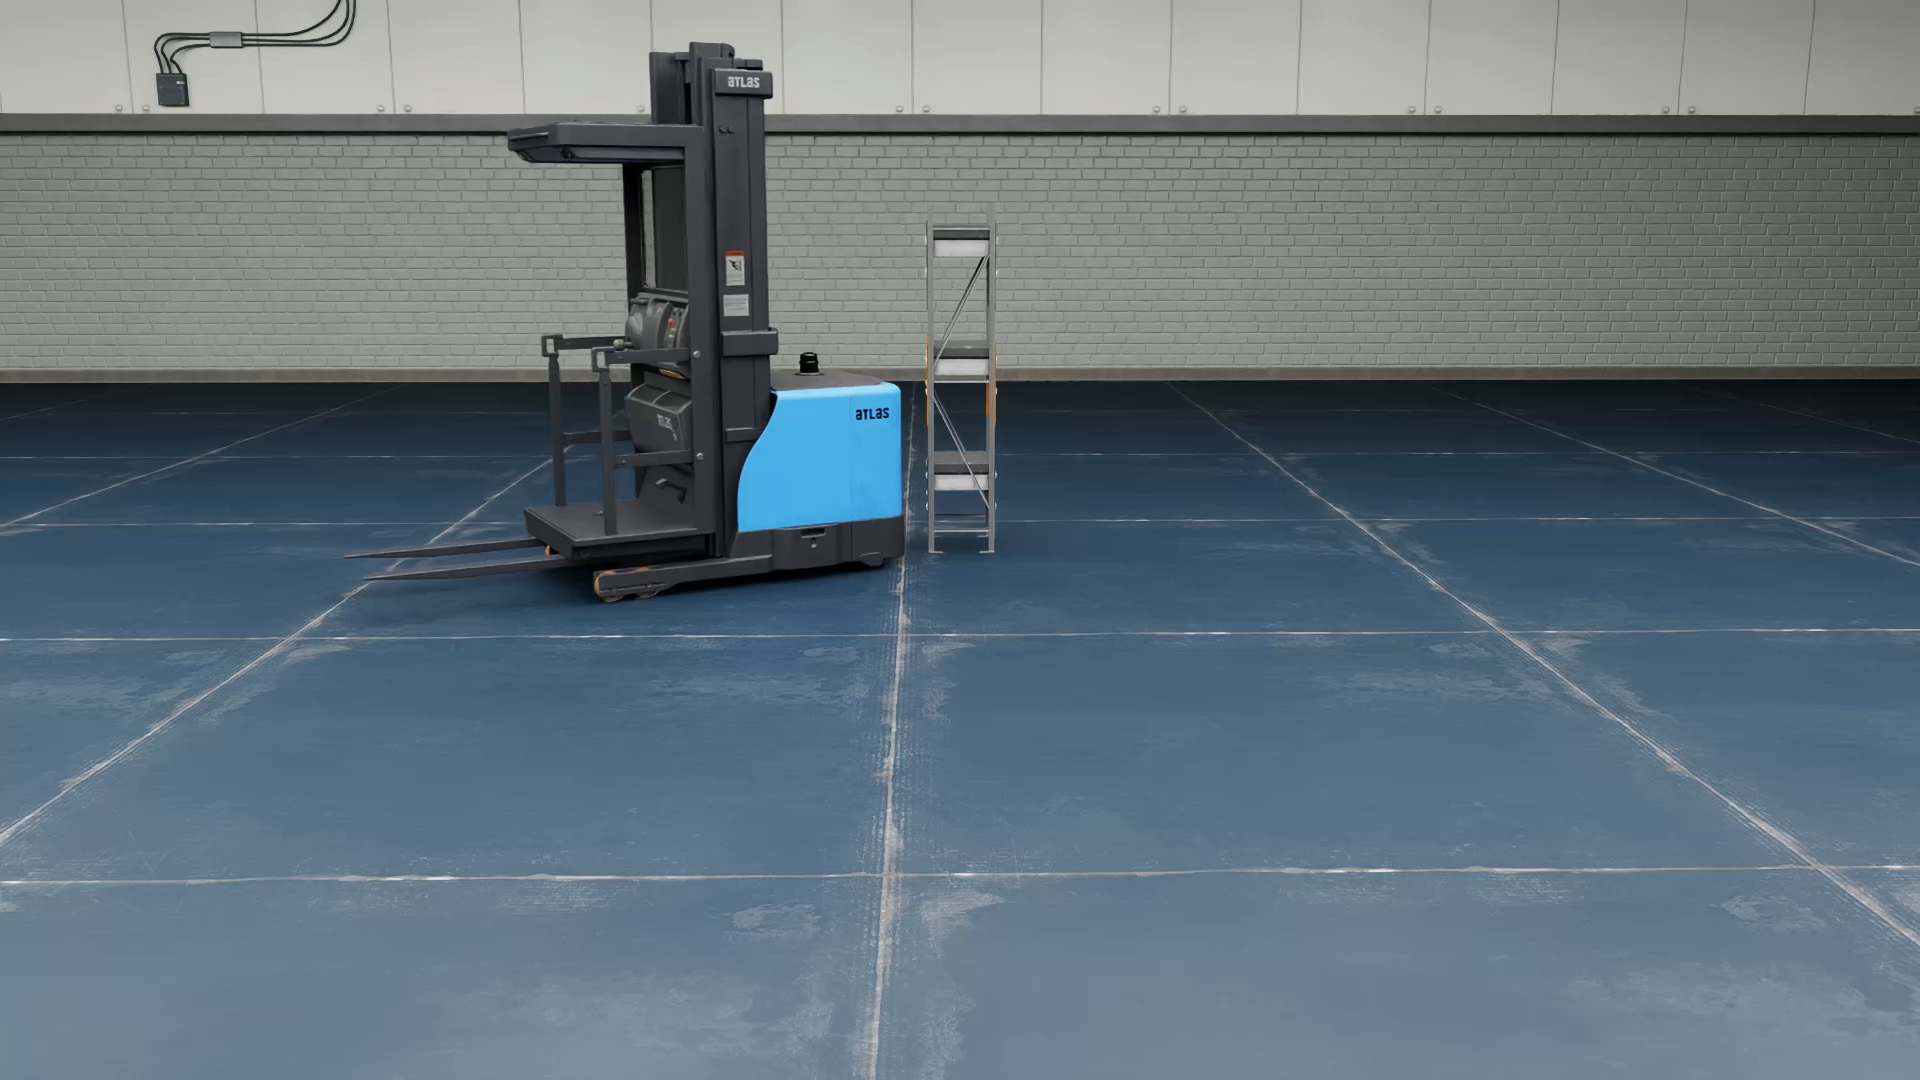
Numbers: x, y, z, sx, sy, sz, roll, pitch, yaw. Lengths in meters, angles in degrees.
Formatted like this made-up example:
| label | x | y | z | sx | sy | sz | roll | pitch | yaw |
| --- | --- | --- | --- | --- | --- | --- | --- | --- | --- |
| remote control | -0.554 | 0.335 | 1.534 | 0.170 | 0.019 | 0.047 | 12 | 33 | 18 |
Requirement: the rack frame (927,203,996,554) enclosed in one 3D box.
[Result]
| label | x | y | z | sx | sy | sz | roll | pitch | yaw |
| --- | --- | --- | --- | --- | --- | --- | --- | --- | --- |
| rack frame | 0.008 | -0.948 | 9.949 | 0.400 | 2.100 | 0.015 | 0 | 11 | -1 |

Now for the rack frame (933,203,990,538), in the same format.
| label | x | y | z | sx | sy | sz | roll | pitch | yaw |
| --- | --- | --- | --- | --- | --- | --- | --- | --- | --- |
| rack frame | -0.002 | -1.045 | 10.427 | 0.400 | 2.100 | 0.015 | 0 | 11 | -1 |

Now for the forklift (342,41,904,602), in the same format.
| label | x | y | z | sx | sy | sz | roll | pitch | yaw |
| --- | --- | --- | --- | --- | --- | --- | --- | --- | --- |
| forklift | -1.870 | -1.223 | 9.217 | 3.031 | 2.935 | 1.130 | -6 | 13 | -28 |

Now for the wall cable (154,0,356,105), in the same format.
| label | x | y | z | sx | sy | sz | roll | pitch | yaw |
| --- | --- | --- | --- | --- | --- | --- | --- | --- | --- |
| wall cable | -8.045 | -7.946 | 18.542 | 2.305 | 6.003 | 0.169 | 0 | 11 | -1 |

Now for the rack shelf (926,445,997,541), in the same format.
| label | x | y | z | sx | sy | sz | roll | pitch | yaw |
| --- | --- | --- | --- | --- | --- | --- | --- | --- | --- |
| rack shelf | 0.003 | -0.297 | 10.330 | 0.431 | 0.518 | 0.480 | 0 | 11 | -1 |

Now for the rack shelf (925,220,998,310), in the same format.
| label | x | y | z | sx | sy | sz | roll | pitch | yaw |
| --- | --- | --- | --- | --- | --- | --- | --- | --- | --- |
| rack shelf | 0.003 | -1.669 | 10.052 | 0.431 | 0.518 | 0.480 | 0 | 11 | -1 |

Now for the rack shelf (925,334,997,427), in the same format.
| label | x | y | z | sx | sy | sz | roll | pitch | yaw |
| --- | --- | --- | --- | --- | --- | --- | --- | --- | --- |
| rack shelf | 0.003 | -0.983 | 10.191 | 0.431 | 0.518 | 0.480 | 0 | 11 | -1 |

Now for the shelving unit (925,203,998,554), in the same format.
| label | x | y | z | sx | sy | sz | roll | pitch | yaw |
| --- | --- | --- | --- | --- | --- | --- | --- | --- | --- |
| shelving unit | 0.003 | -0.996 | 10.188 | 0.431 | 2.100 | 0.503 | 0 | 11 | -1 |
